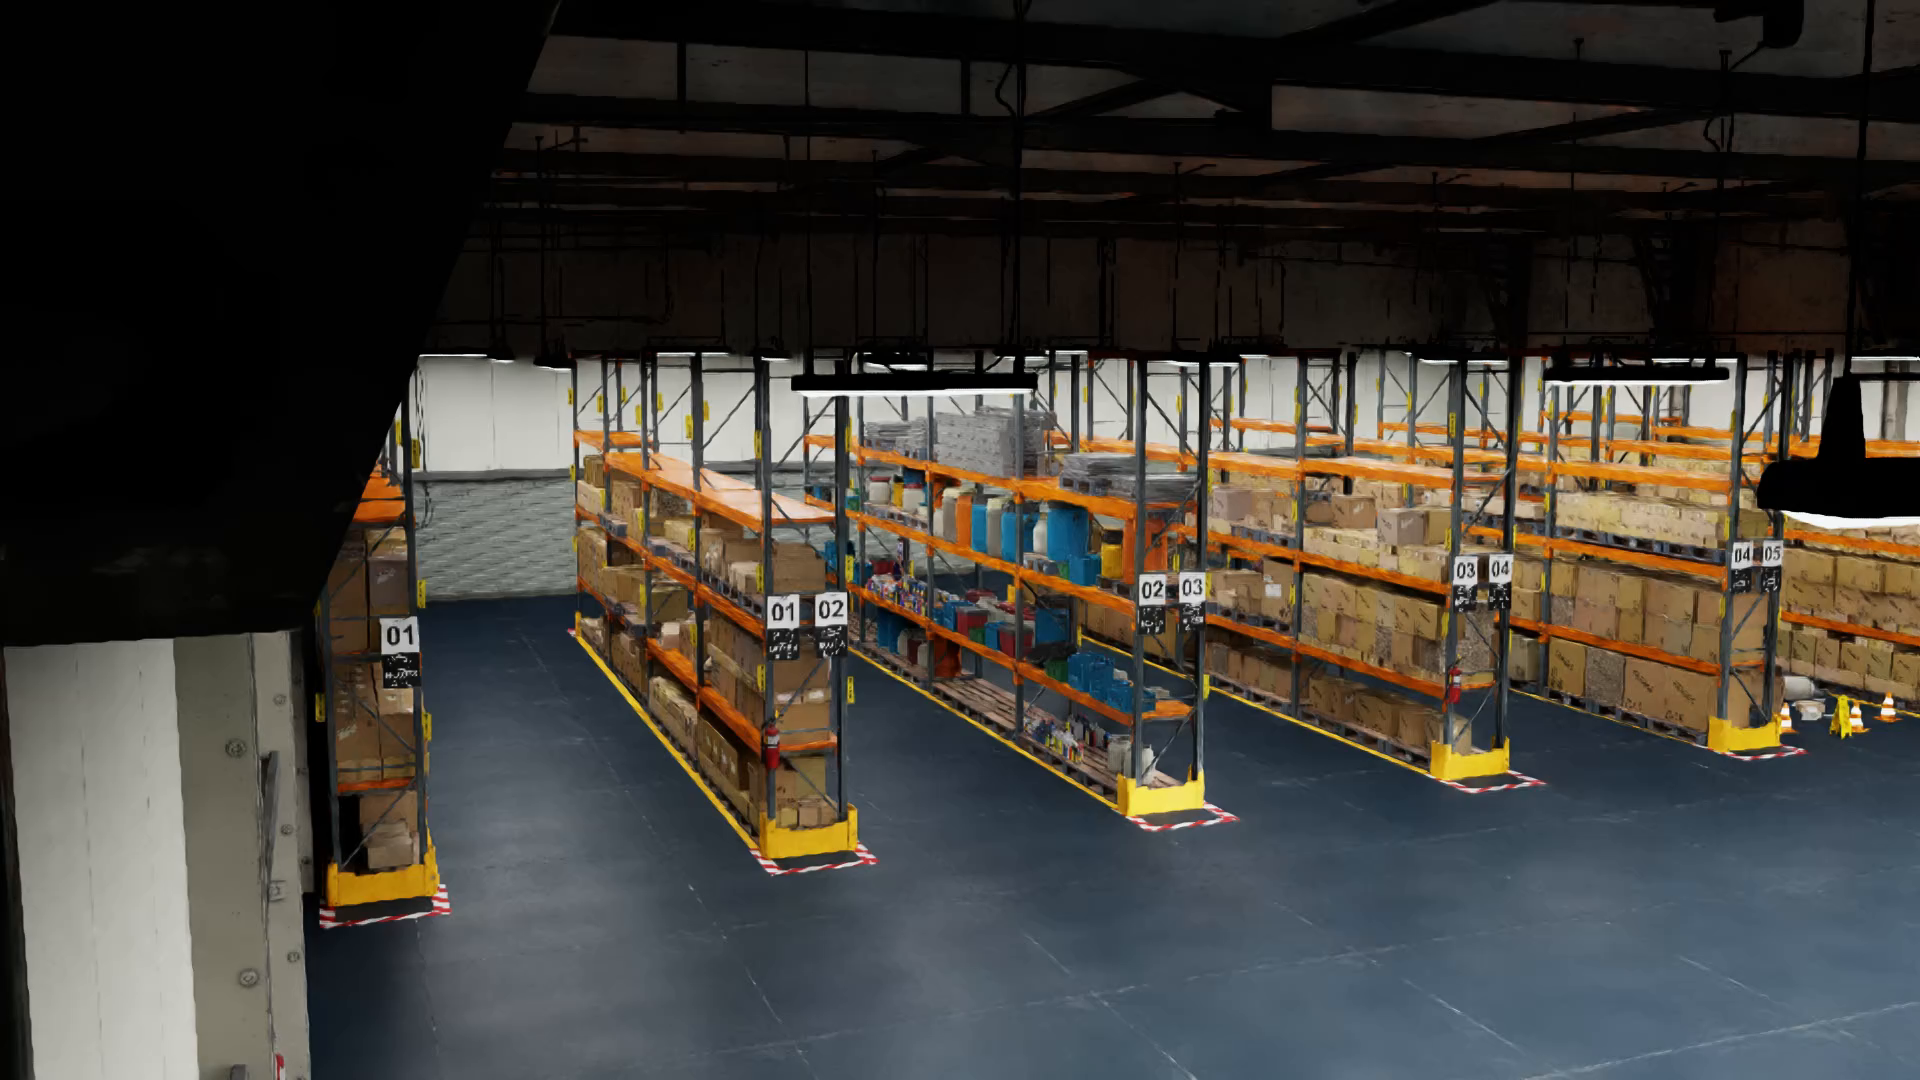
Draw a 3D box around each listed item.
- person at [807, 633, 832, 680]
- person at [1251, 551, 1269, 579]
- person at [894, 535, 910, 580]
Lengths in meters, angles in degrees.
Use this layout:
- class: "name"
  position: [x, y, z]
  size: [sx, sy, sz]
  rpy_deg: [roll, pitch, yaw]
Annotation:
- class: "person"
  position: [-2.336, 2.106, 27.128]
  size: [0.544, 1.698, 1.106]
  rpy_deg: [-3, 8, -22]
- class: "person"
  position: [6.468, 1.051, 35.575]
  size: [0.585, 1.698, 1.193]
  rpy_deg: [-2, 7, -18]
- class: "person"
  position: [-1.338, 0.638, 39.213]
  size: [0.564, 1.637, 0.720]
  rpy_deg: [2, 7, 16]
